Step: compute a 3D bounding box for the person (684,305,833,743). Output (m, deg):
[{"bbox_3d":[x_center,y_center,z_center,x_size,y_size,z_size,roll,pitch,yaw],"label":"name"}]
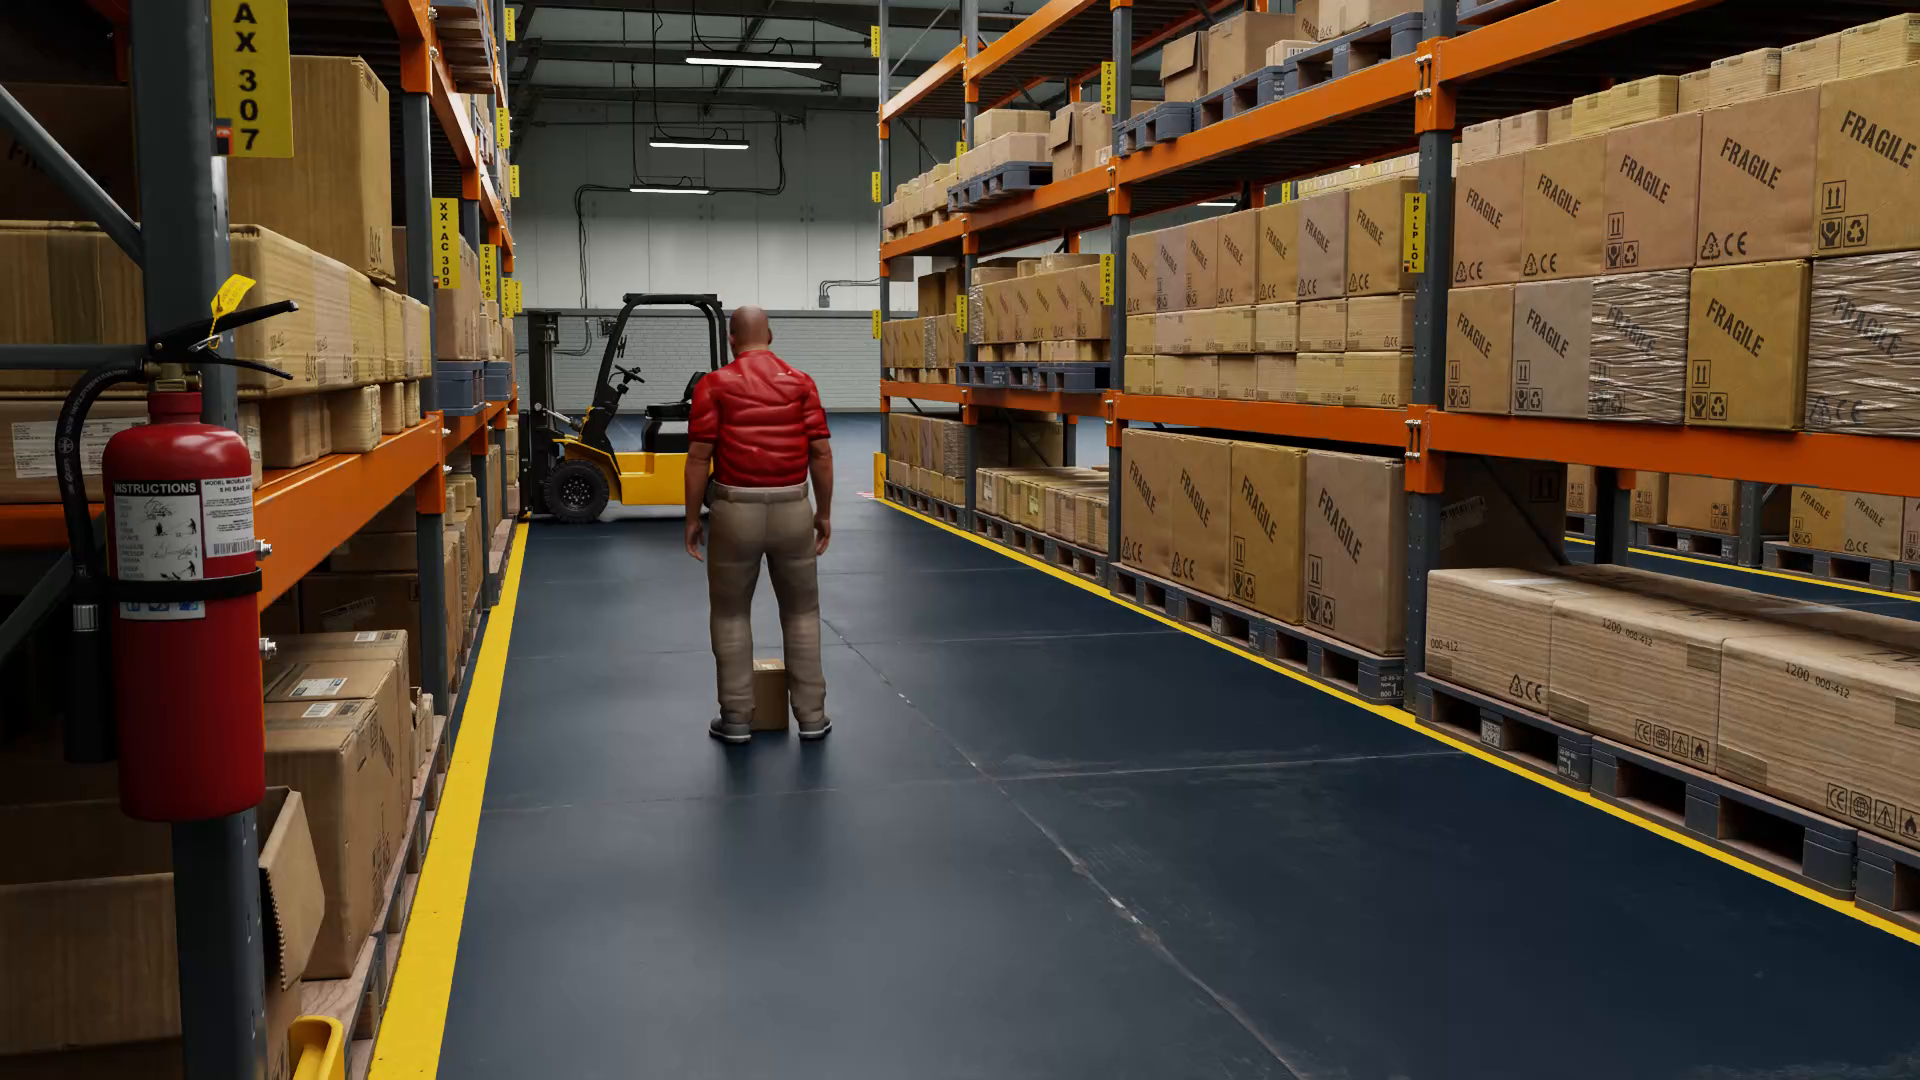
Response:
[{"bbox_3d":[-0.795,-0.065,6.621,0.599,1.727,0.391,-2,6,-16],"label":"person"}]
